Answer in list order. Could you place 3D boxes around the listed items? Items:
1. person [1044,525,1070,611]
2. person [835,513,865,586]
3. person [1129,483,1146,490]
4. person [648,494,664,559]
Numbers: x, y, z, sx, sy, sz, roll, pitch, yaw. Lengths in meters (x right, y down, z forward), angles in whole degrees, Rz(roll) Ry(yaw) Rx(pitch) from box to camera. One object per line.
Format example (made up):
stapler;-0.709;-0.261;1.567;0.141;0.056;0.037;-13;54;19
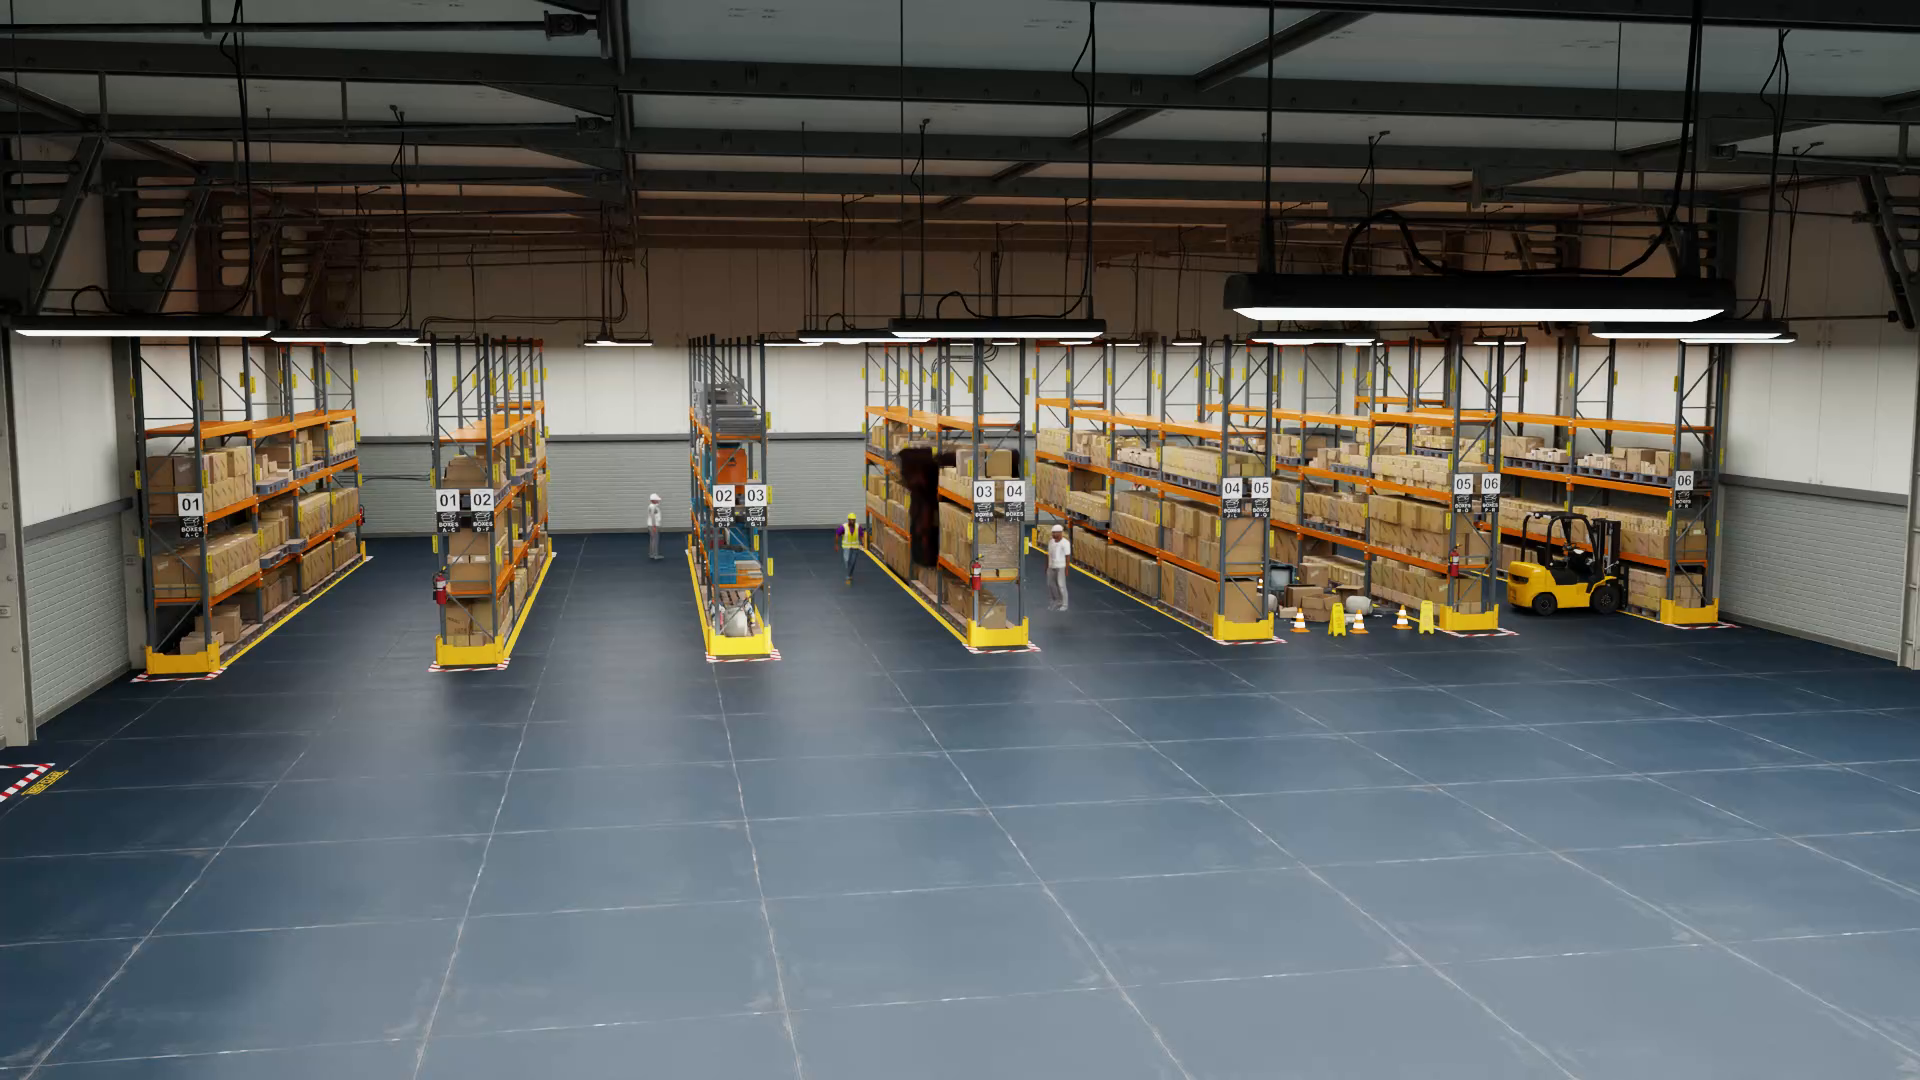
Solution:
person;2.030;0.597;34.615;0.405;1.837;0.595;-6;9;-42
person;-2.702;0.207;40.796;0.706;1.739;1.003;-1;7;-9
person;5.535;-1.100;51.839;0.552;1.801;0.475;-1;7;-5
person;-8.319;-0.379;45.498;0.428;1.777;0.596;-1;7;-9
